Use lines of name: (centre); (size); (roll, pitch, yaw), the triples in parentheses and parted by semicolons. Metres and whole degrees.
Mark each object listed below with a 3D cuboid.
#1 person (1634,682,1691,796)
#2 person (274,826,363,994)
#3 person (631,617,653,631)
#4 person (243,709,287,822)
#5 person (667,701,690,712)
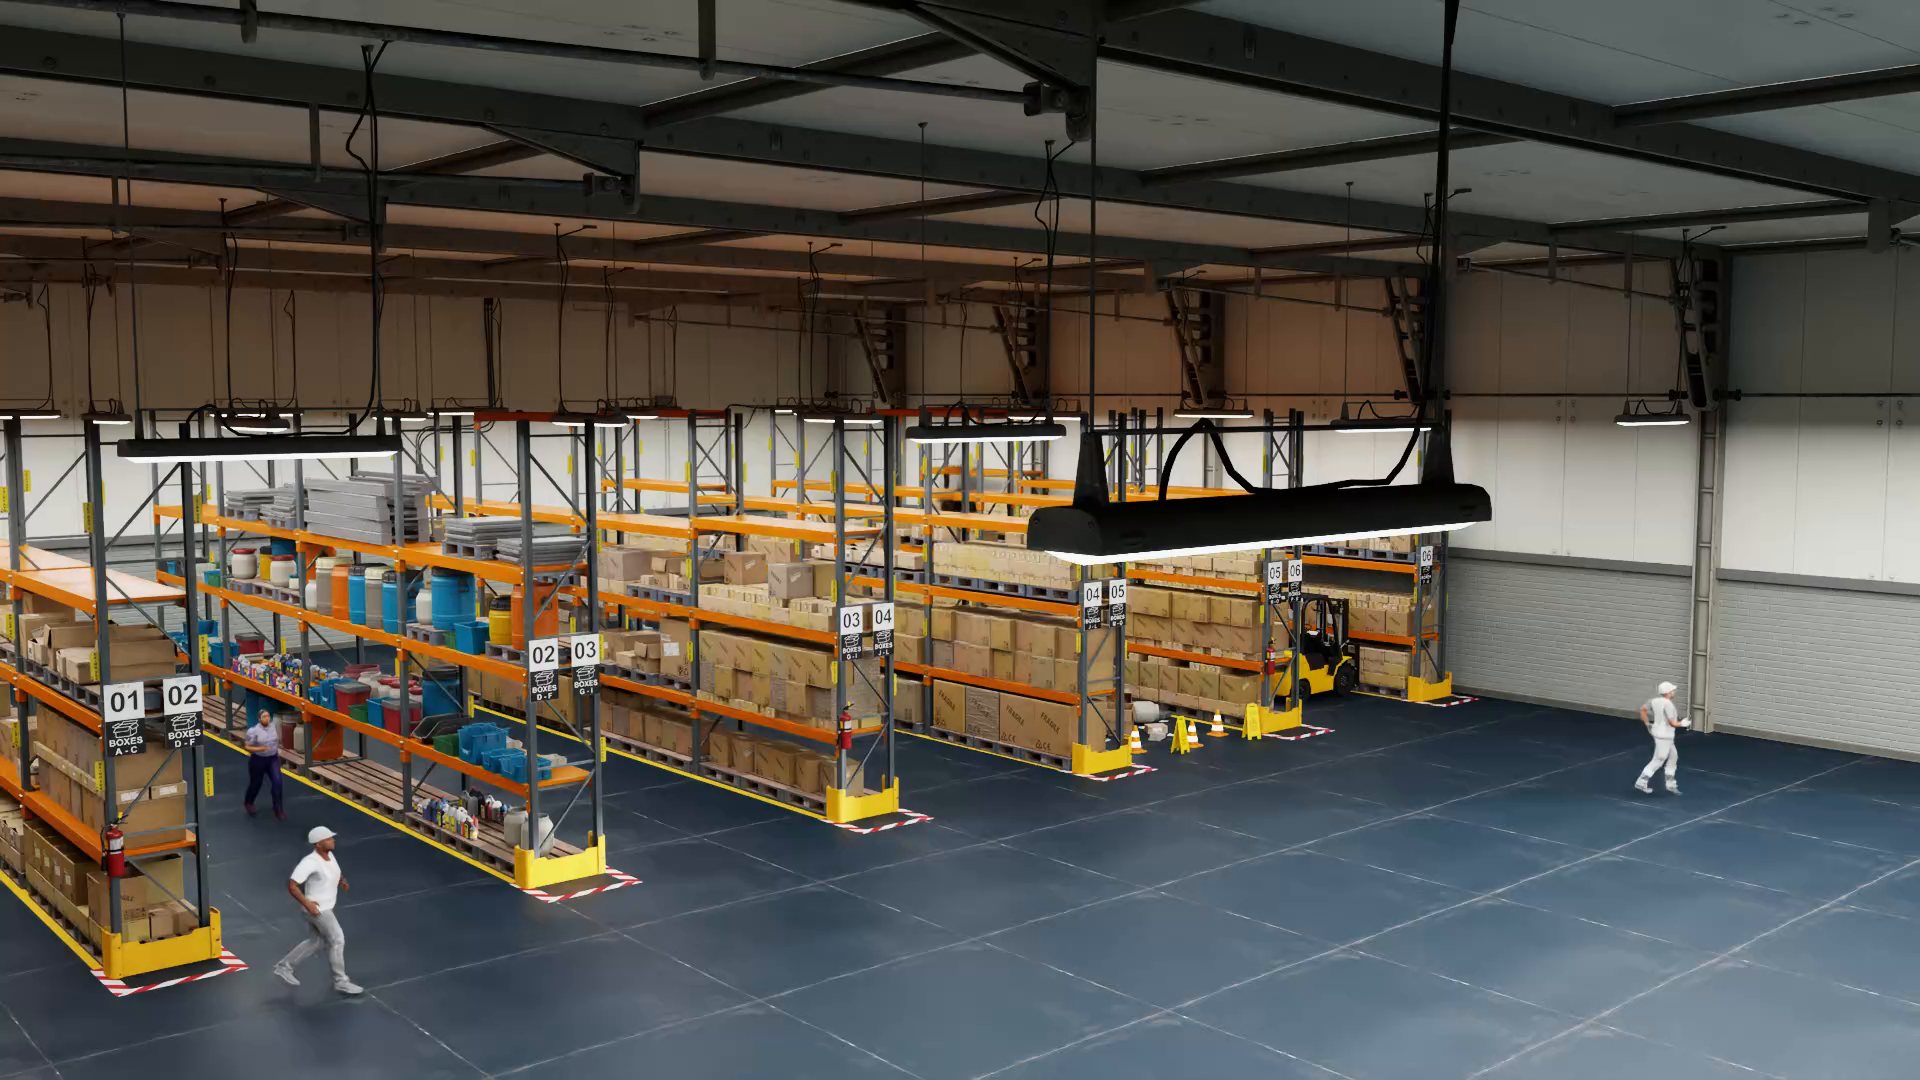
person: (11.044, 3.142, 26.154); (0.816, 1.829, 0.633); (0, 5, 4)
person: (-6.784, 3.890, 17.553); (0.920, 1.774, 0.711); (-1, 5, -9)
person: (-8.012, 1.806, 41.793); (0.687, 1.764, 0.772); (5, 7, 43)
person: (-10.391, 3.329, 24.786); (0.901, 1.667, 0.568); (5, 7, 42)
person: (-5.454, 2.577, 32.413); (0.991, 1.807, 0.687); (4, 7, 41)
